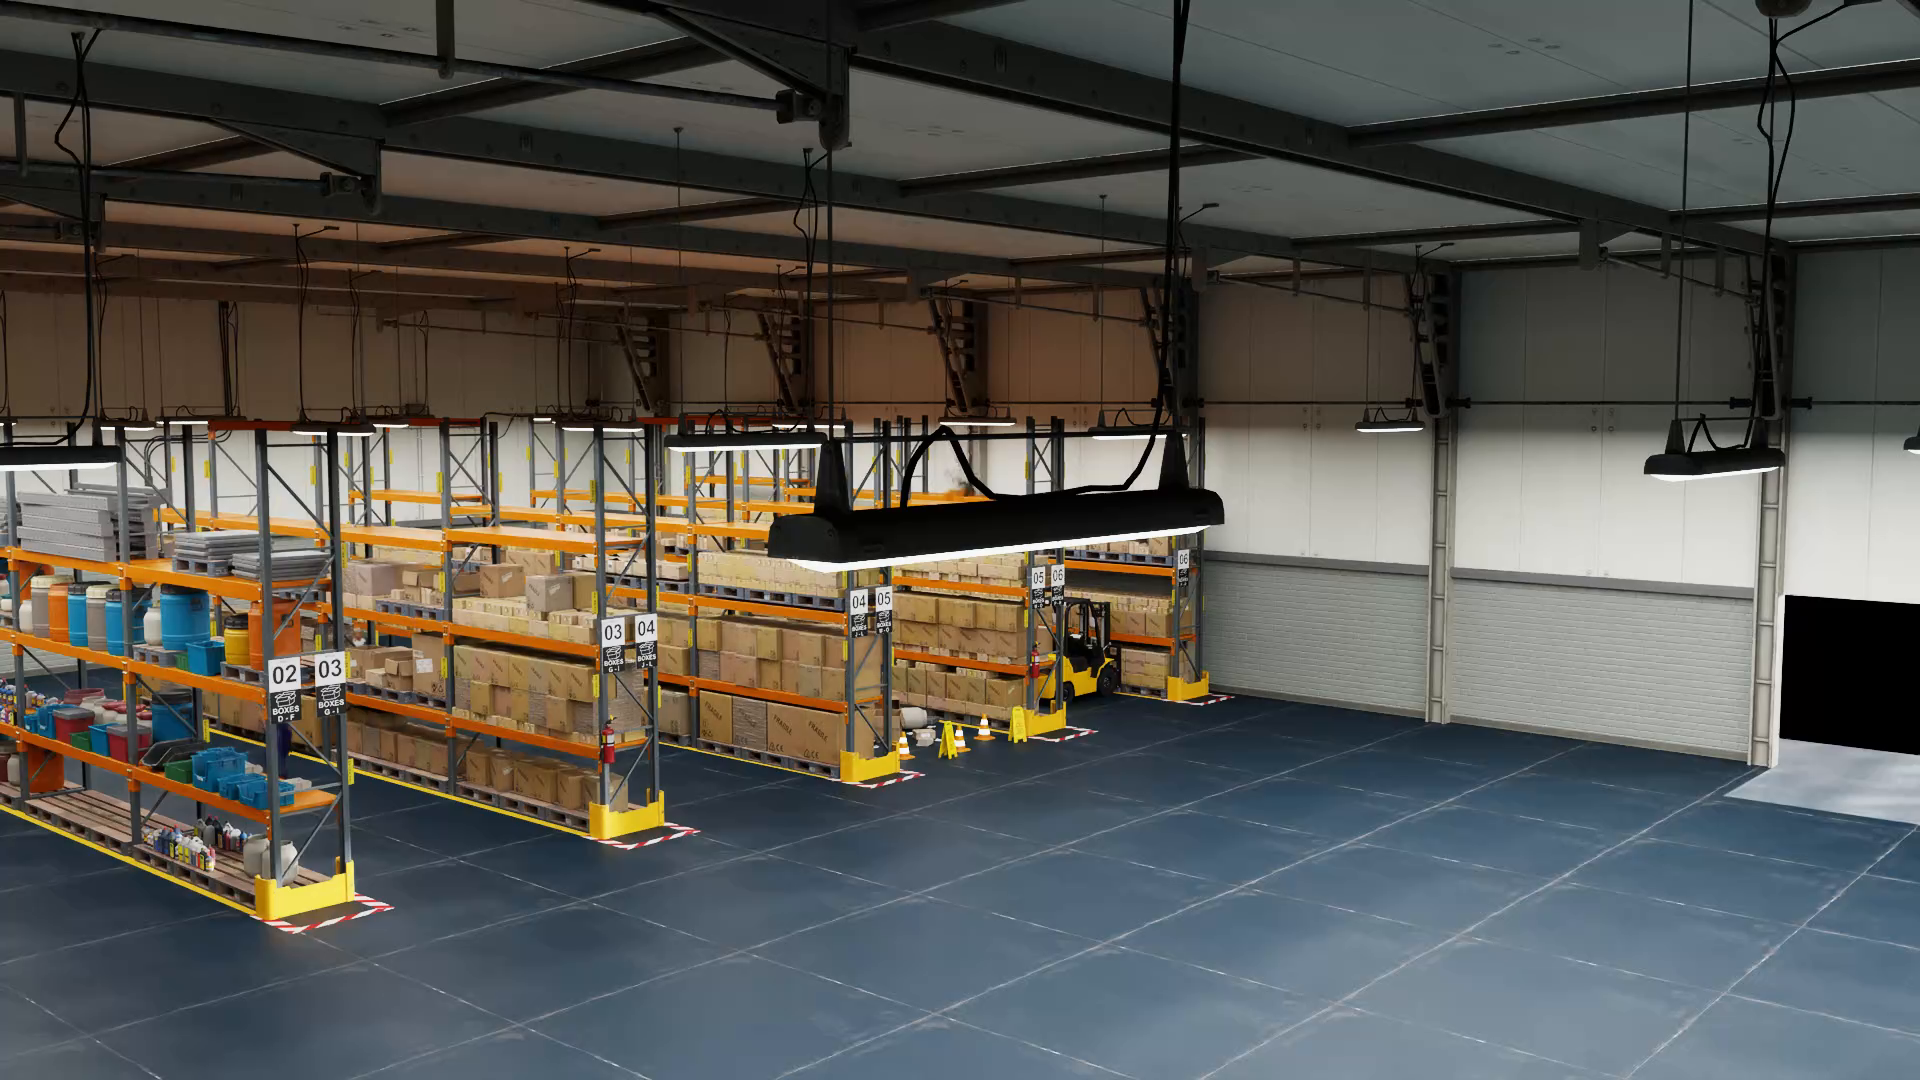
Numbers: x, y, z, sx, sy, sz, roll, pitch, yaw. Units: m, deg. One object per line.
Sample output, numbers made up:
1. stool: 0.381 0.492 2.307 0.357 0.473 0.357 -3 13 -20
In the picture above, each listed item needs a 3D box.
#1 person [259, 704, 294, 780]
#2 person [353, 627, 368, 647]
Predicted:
1. person: -11.384 3.178 27.847 0.599 1.644 0.858 -4 6 -41
2. person: -12.468 2.631 34.607 0.648 1.644 0.601 3 6 33
